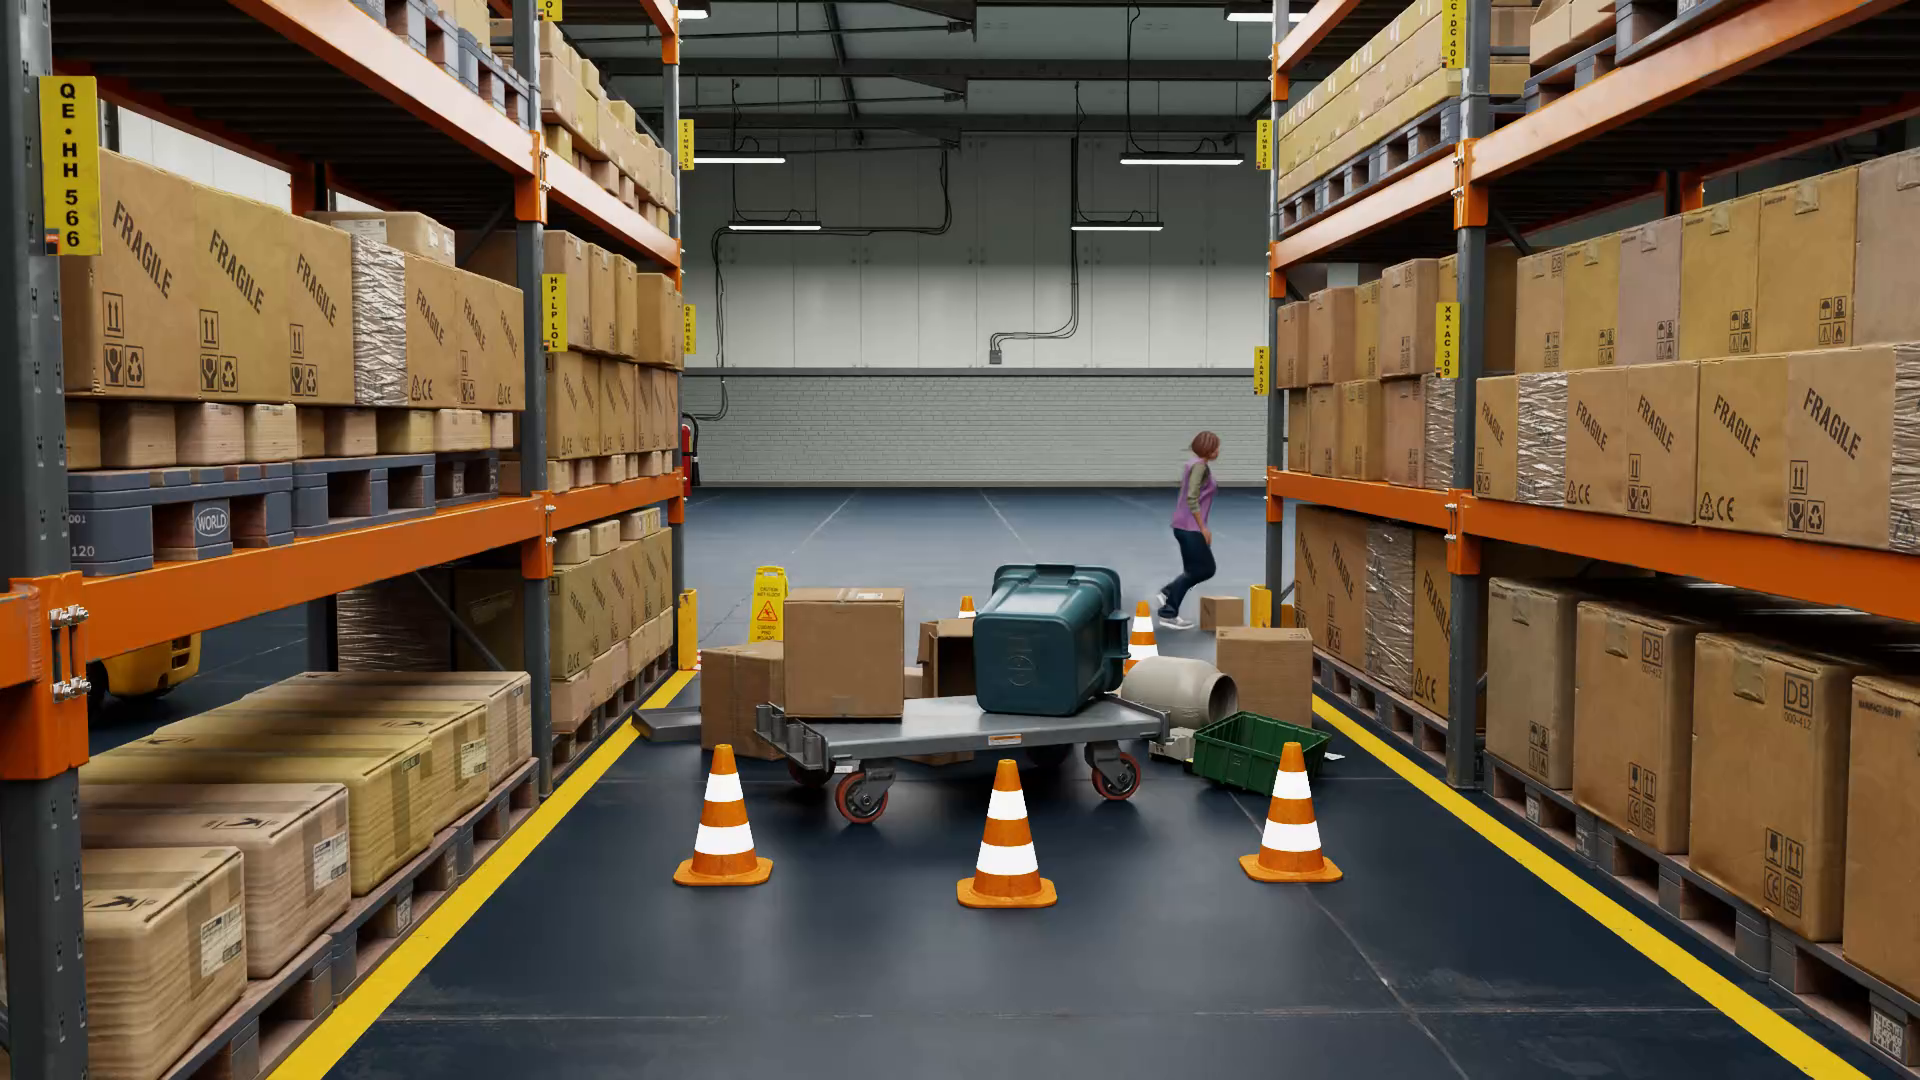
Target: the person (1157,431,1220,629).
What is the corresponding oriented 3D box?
[{"bbox_3d":[1.790,-0.077,13.047,0.481,1.557,0.484,0,4,5],"label":"person"}]
